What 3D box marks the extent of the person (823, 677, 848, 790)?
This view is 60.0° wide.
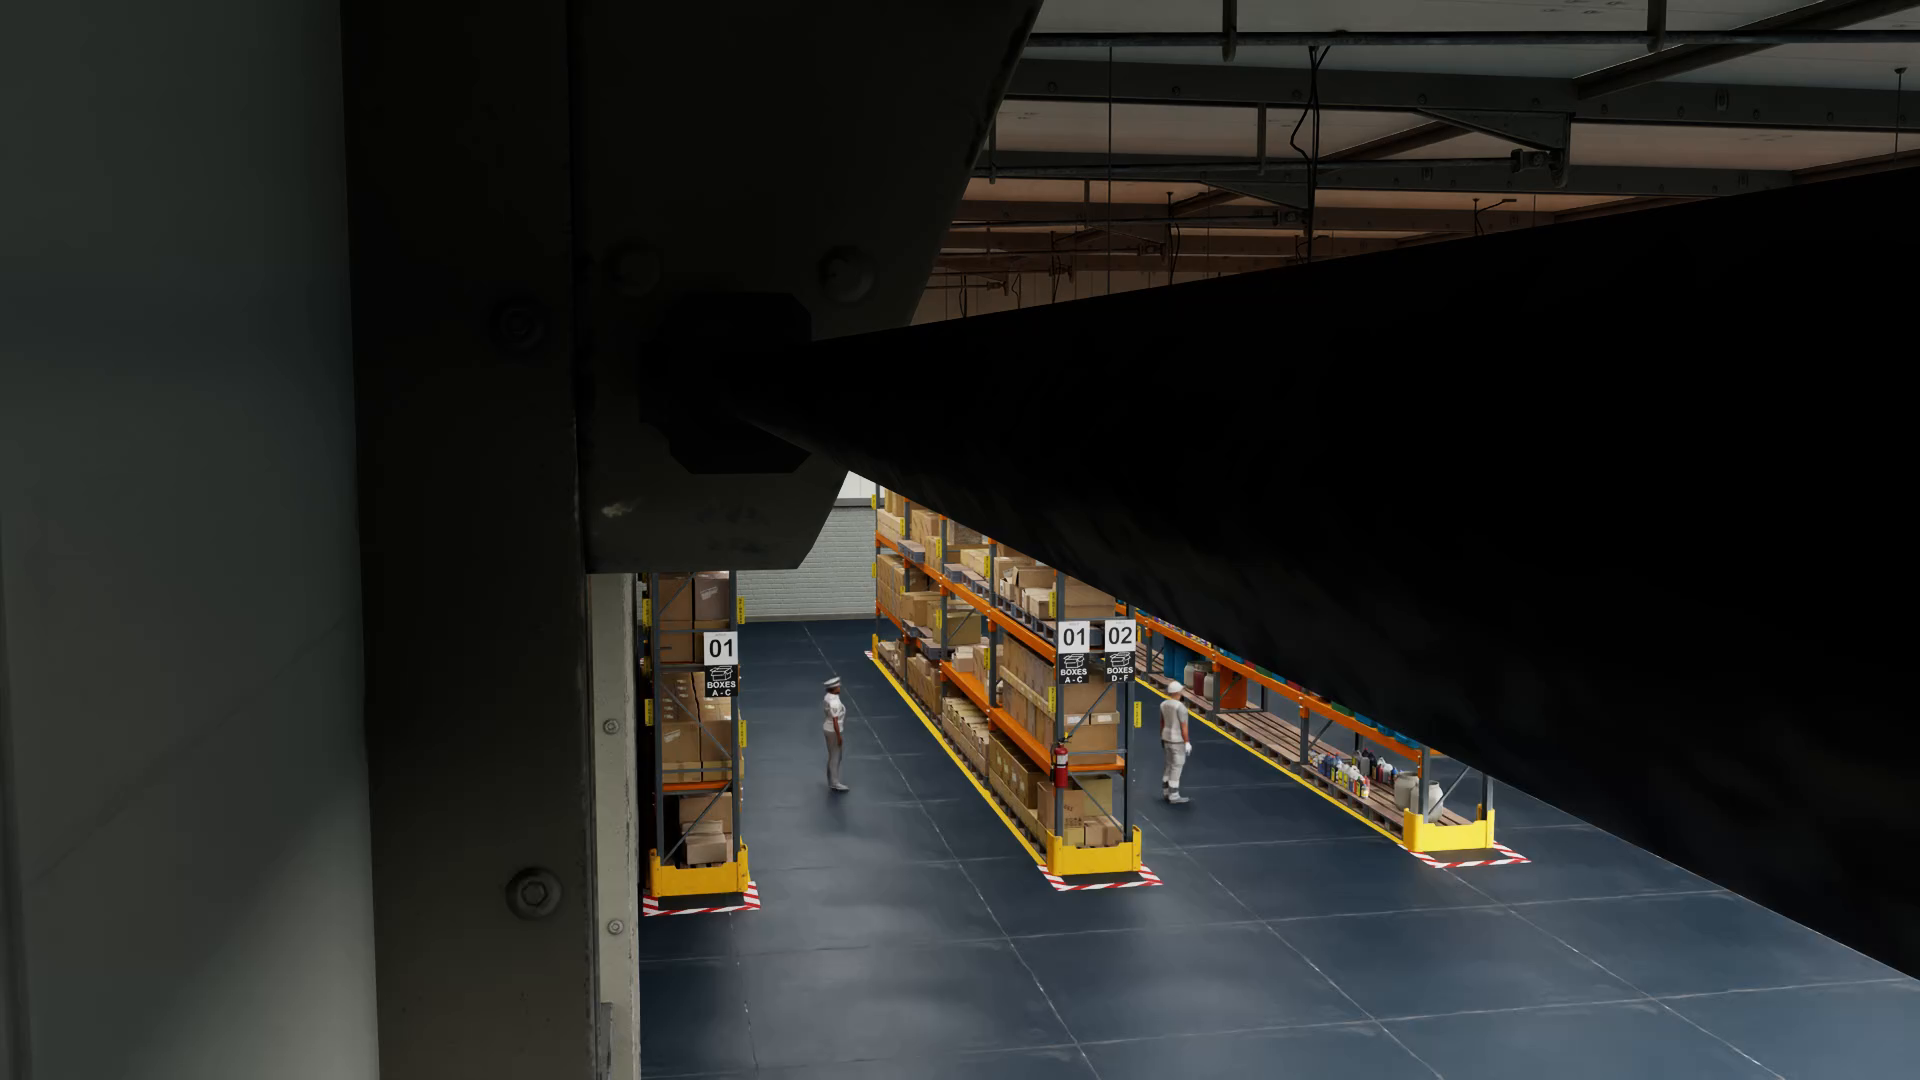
[{"bbox_3d":[-1.896,2.955,25.186,0.355,1.775,0.505,-1,6,-7],"label":"person"}]

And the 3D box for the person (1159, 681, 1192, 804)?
[{"bbox_3d":[3.181,2.968,24.298,0.407,1.829,0.614,-3,7,-30],"label":"person"}]
